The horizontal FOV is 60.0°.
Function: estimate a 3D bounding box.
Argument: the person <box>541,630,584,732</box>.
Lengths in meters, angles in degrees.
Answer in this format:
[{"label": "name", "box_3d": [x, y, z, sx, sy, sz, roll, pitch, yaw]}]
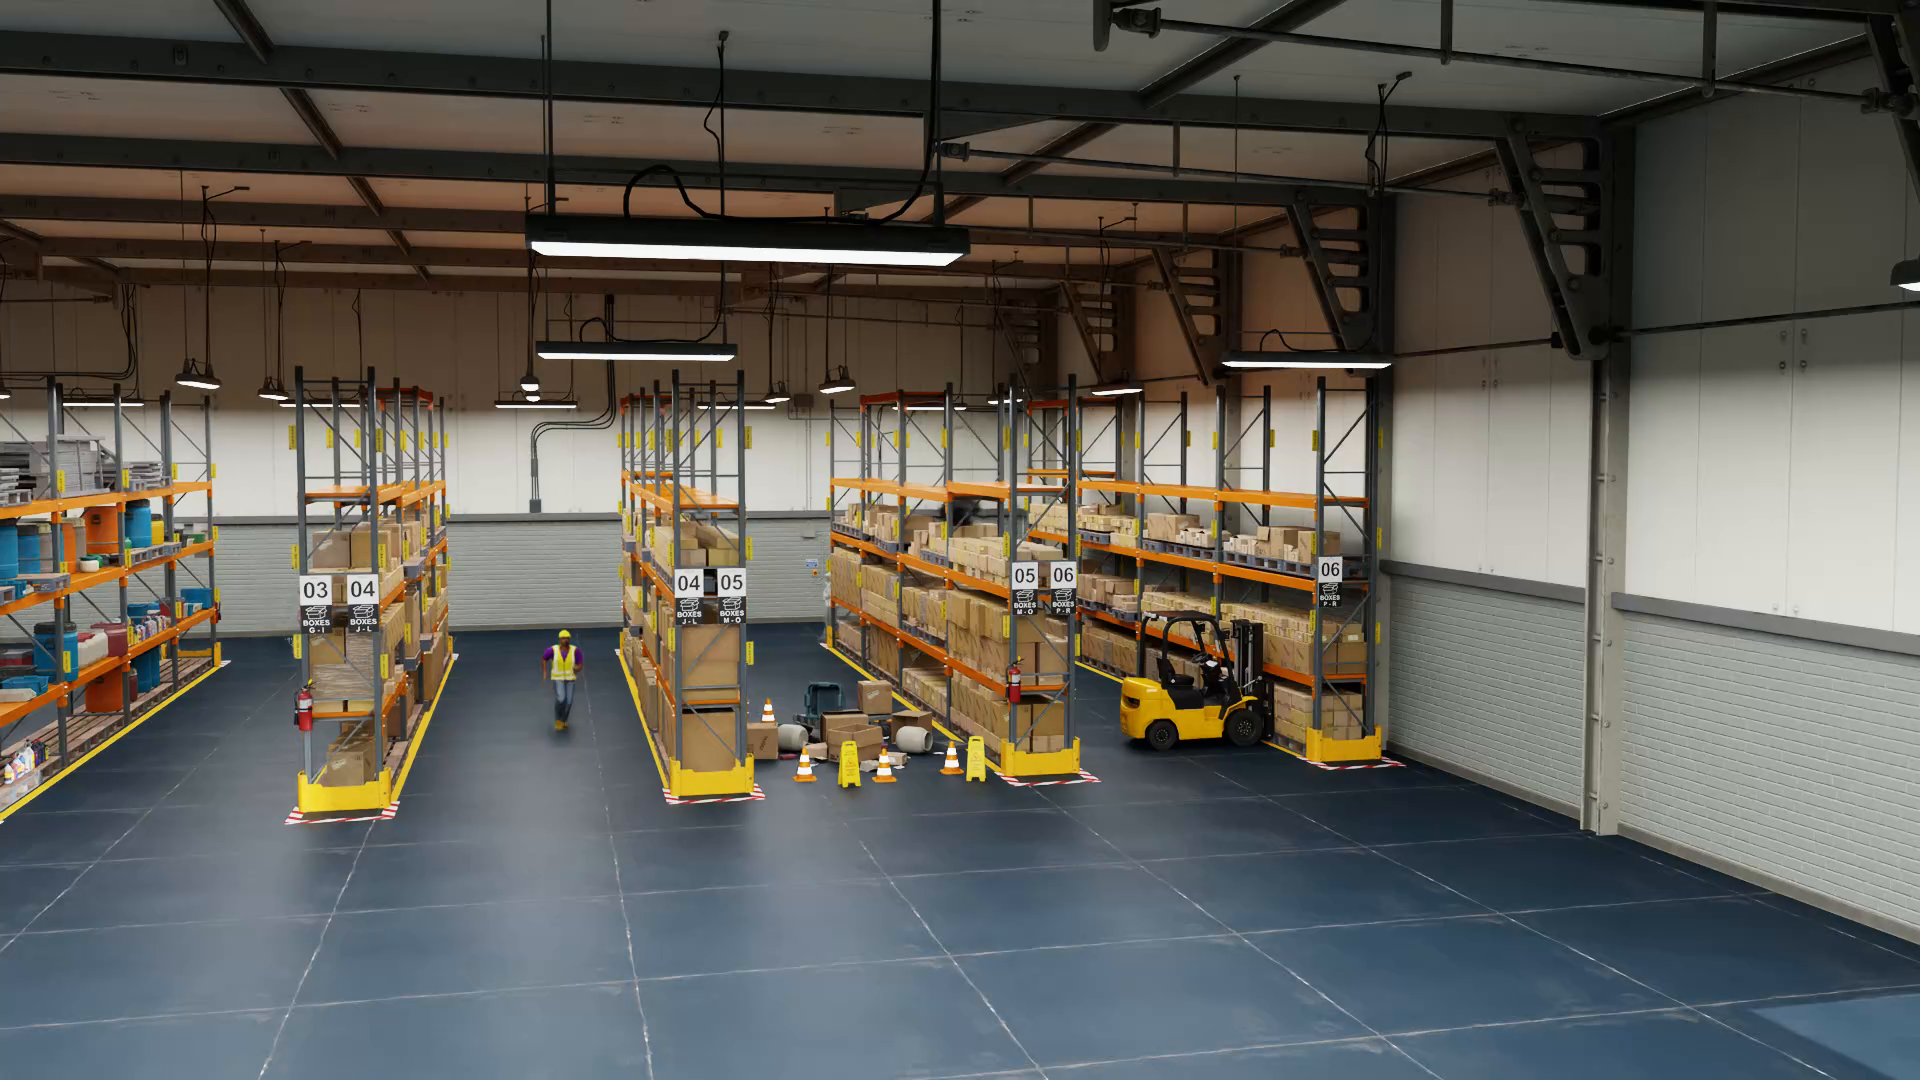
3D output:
[{"label": "person", "box_3d": [-6.811, 2.419, 28.588, 0.675, 1.750, 0.771, -2, 4, -24]}]

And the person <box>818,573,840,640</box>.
[{"label": "person", "box_3d": [-3.182, 1.652, 41.658, 0.914, 1.779, 0.678, 1, 3, 11]}]
